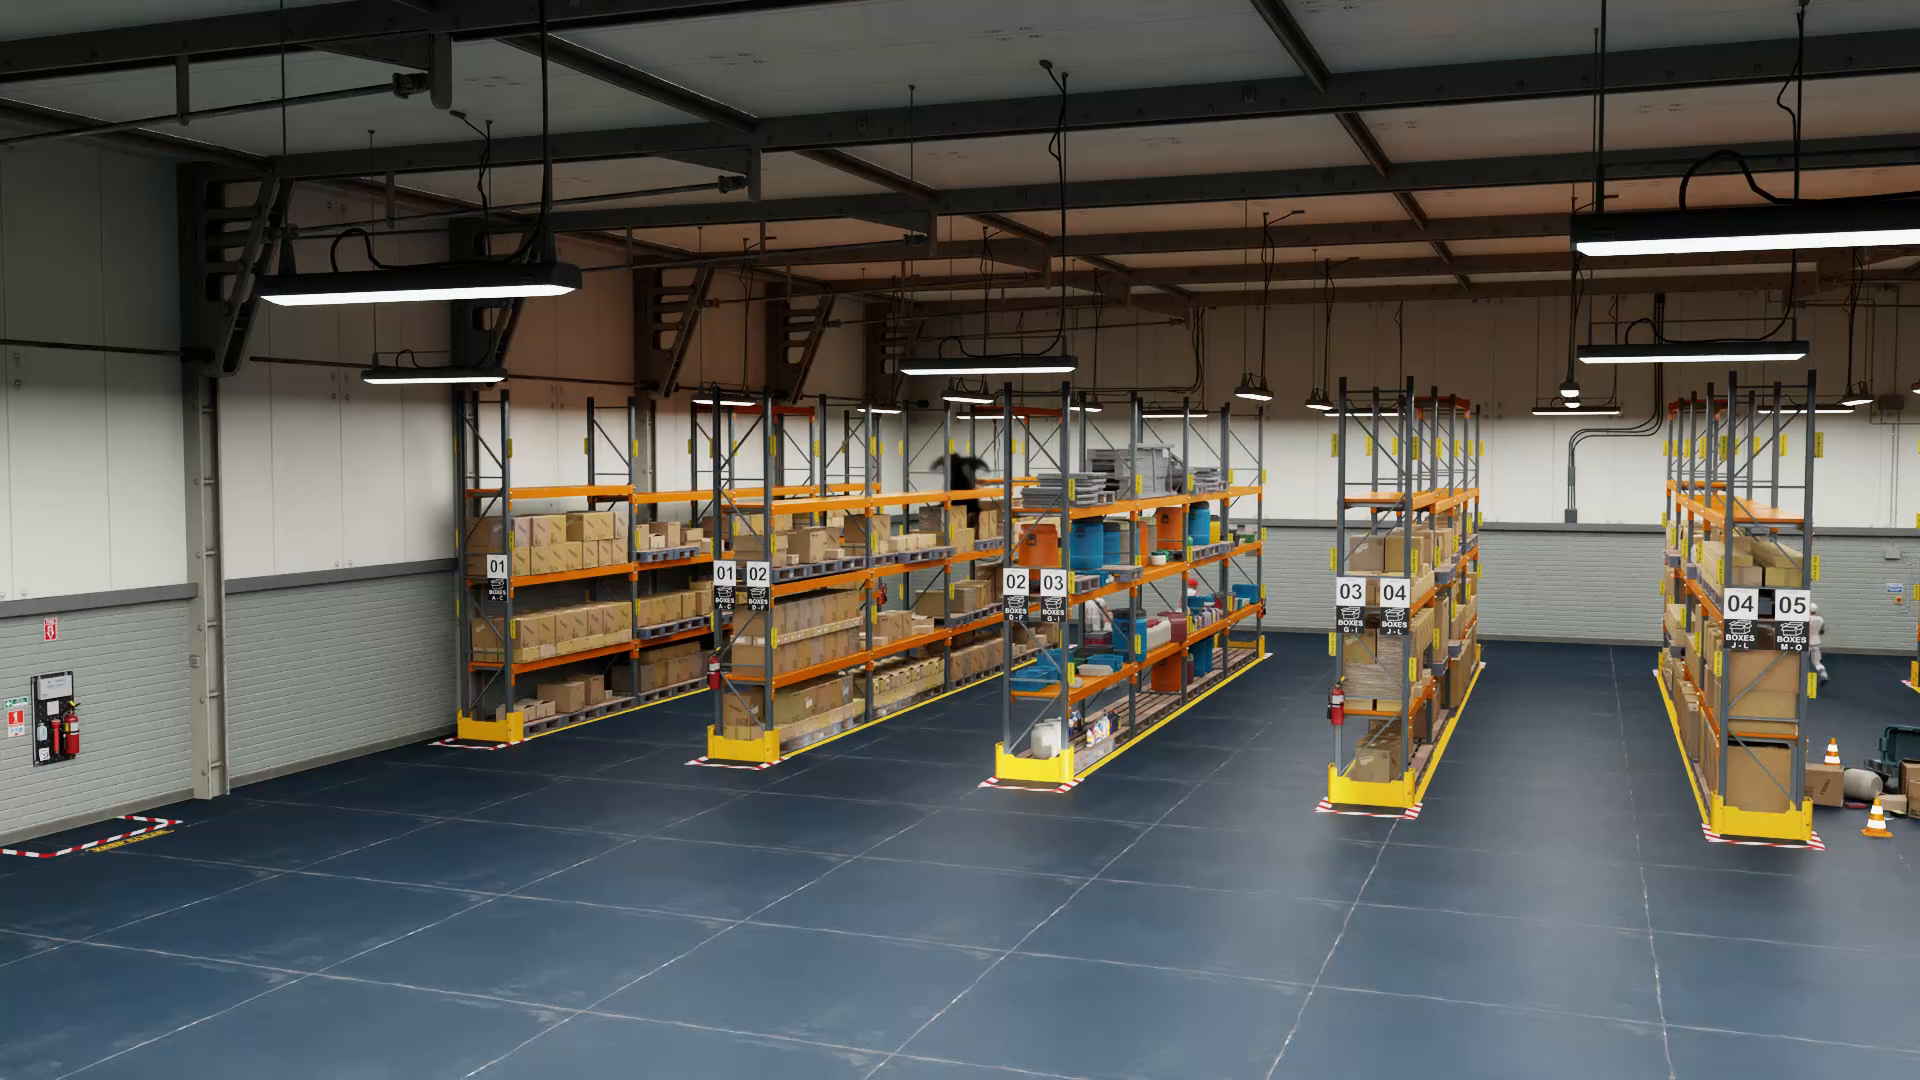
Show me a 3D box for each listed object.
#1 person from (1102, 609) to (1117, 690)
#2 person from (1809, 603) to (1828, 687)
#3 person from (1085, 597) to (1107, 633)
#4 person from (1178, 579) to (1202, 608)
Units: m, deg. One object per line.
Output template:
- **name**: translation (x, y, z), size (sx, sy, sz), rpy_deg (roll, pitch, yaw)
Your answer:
- **person**: translation (3.139, 2.274, 34.618), size (0.463, 1.694, 0.577), rpy_deg (-2, 4, -34)
- **person**: translation (17.664, 2.187, 34.532), size (0.655, 1.765, 1.000), rpy_deg (0, 3, -3)
- **person**: translation (3.103, 1.978, 39.021), size (0.639, 1.842, 0.873), rpy_deg (1, 3, 14)
- **person**: translation (5.665, 1.856, 41.363), size (0.710, 1.802, 0.463), rpy_deg (1, 3, 15)
